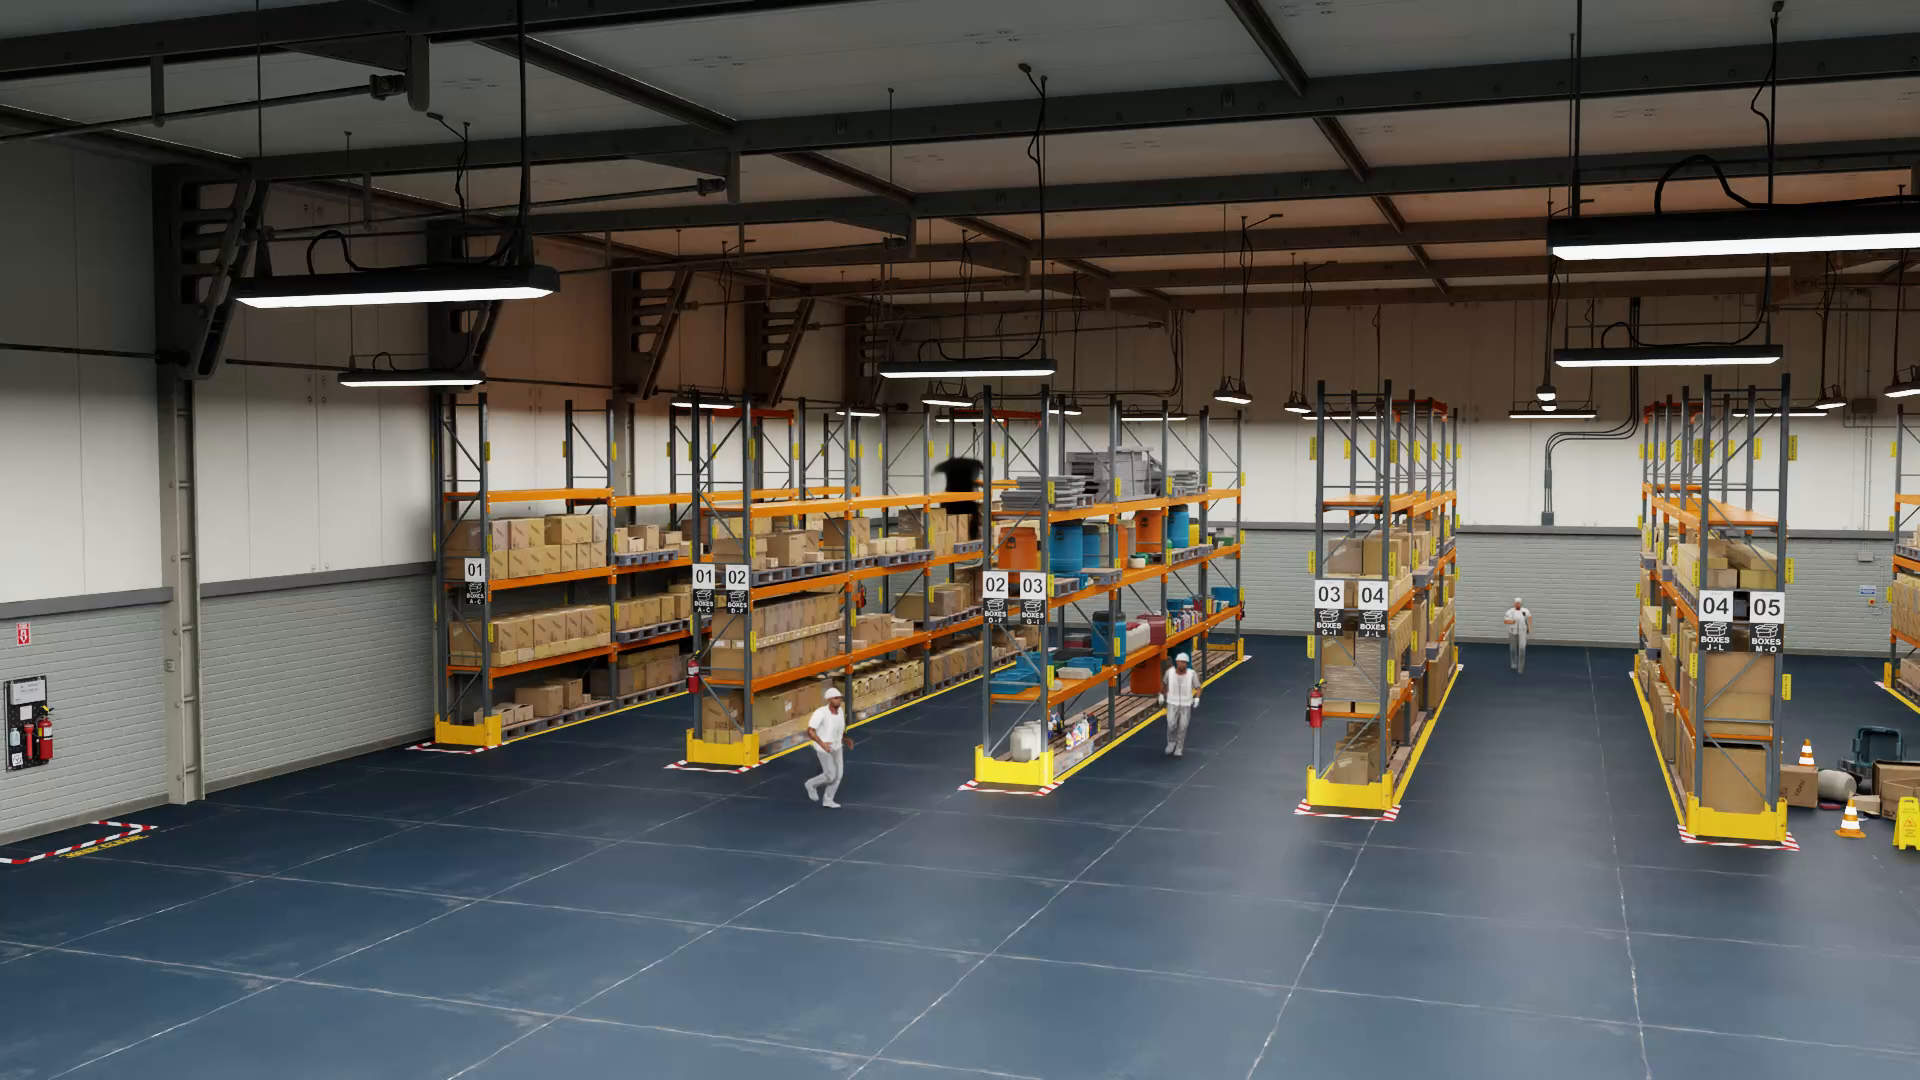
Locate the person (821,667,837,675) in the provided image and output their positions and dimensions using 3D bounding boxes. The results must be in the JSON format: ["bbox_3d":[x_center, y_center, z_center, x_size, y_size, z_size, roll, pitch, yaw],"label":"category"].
[{"bbox_3d":[-2.685,2.308,34.667,0.661,1.718,0.572,1,3,11],"label":"person"}]

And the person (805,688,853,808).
[{"bbox_3d":[-1.877,2.885,23.369,0.589,1.639,0.703,3,4,40],"label":"person"}]

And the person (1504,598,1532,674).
[{"bbox_3d":[12.664,2.153,37.753,0.598,1.712,0.852,1,3,19],"label":"person"}]

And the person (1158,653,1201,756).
[{"bbox_3d":[3.582,2.682,27.039,0.670,1.726,0.823,0,3,4],"label":"person"}]
